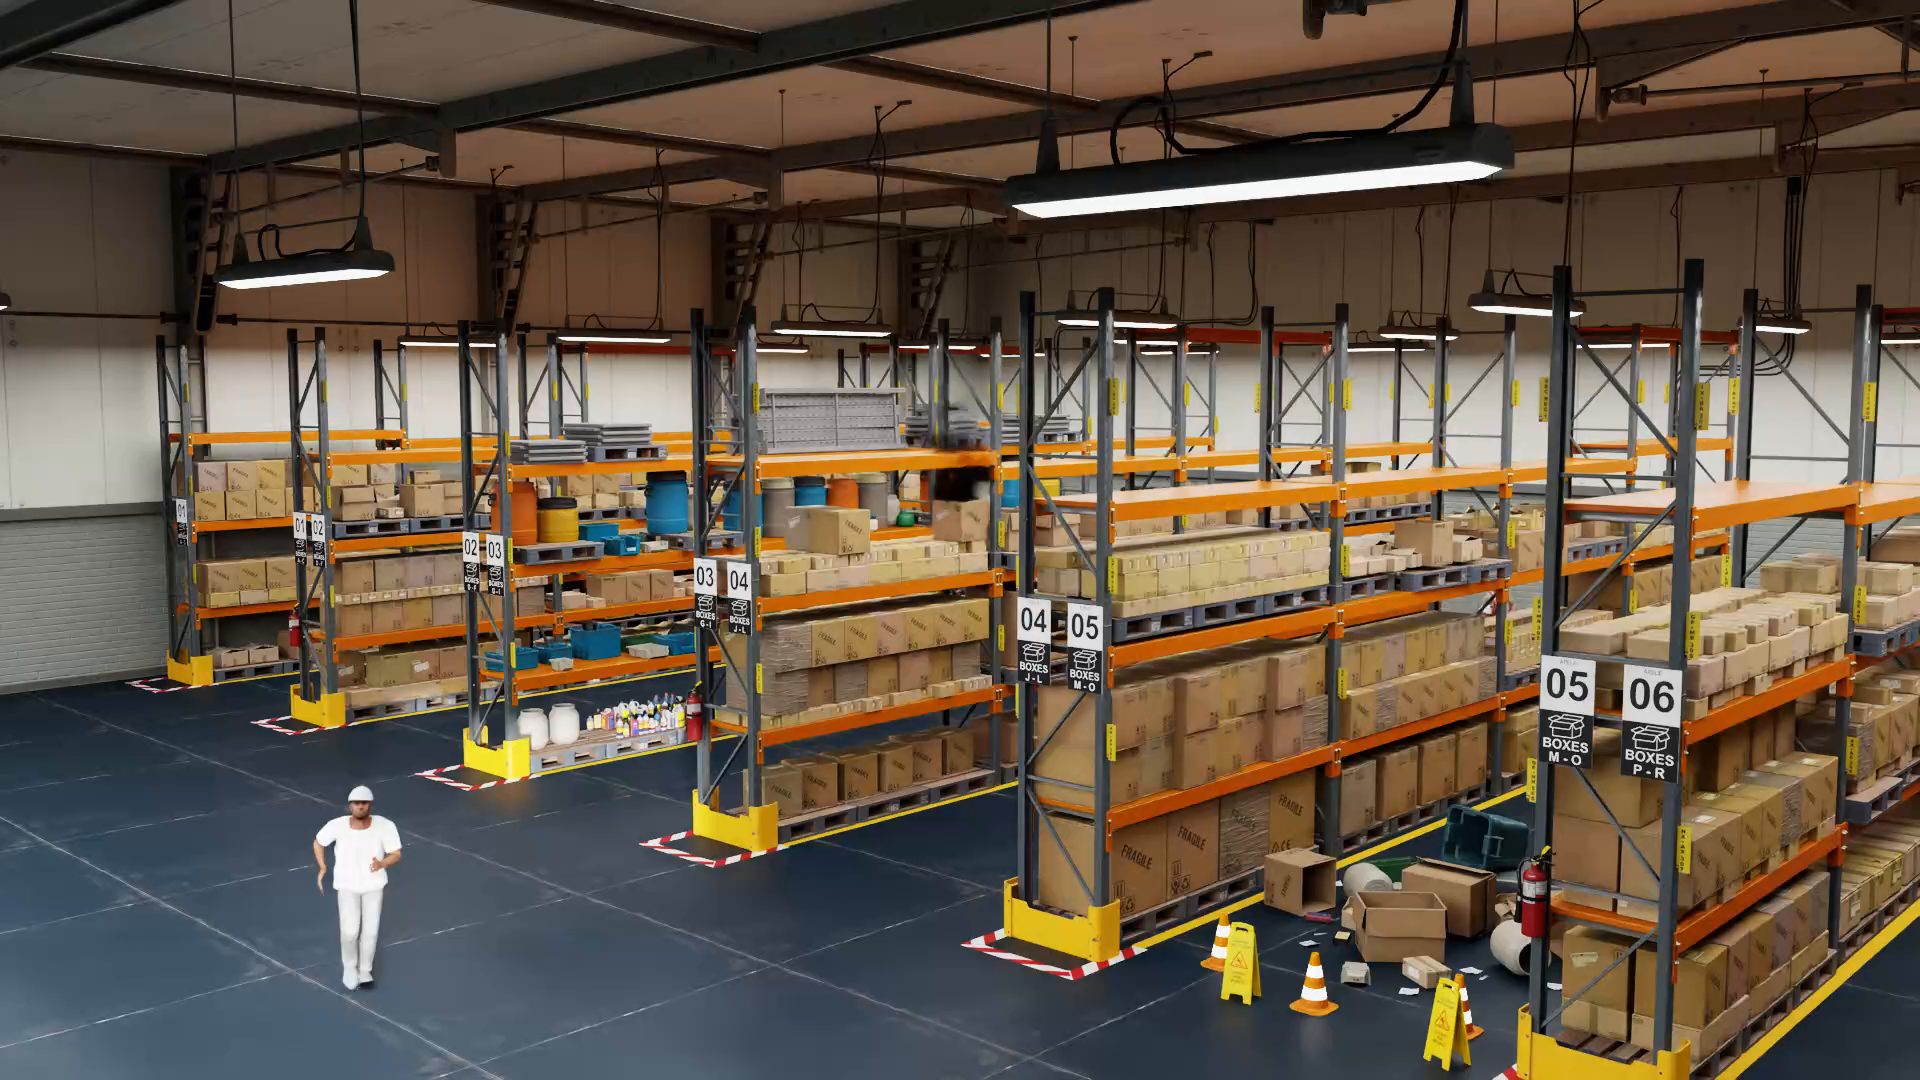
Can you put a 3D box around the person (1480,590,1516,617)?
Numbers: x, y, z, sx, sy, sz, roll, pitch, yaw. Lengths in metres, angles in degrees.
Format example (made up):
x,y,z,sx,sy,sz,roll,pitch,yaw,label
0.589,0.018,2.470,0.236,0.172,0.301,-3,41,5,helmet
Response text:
x,y,z,sx,sy,sz,roll,pitch,yaw,label
9.704,1.515,29.836,0.696,1.719,0.528,-1,5,-11,person

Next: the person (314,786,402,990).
x,y,z,sx,sy,sz,roll,pitch,yaw,label
-5.103,2.957,14.148,0.692,1.741,0.660,-2,6,-24,person

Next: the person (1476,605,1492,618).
x,y,z,sx,sy,sz,roll,pitch,yaw,label
8.008,1.868,25.398,0.953,1.779,0.646,-5,8,-44,person
